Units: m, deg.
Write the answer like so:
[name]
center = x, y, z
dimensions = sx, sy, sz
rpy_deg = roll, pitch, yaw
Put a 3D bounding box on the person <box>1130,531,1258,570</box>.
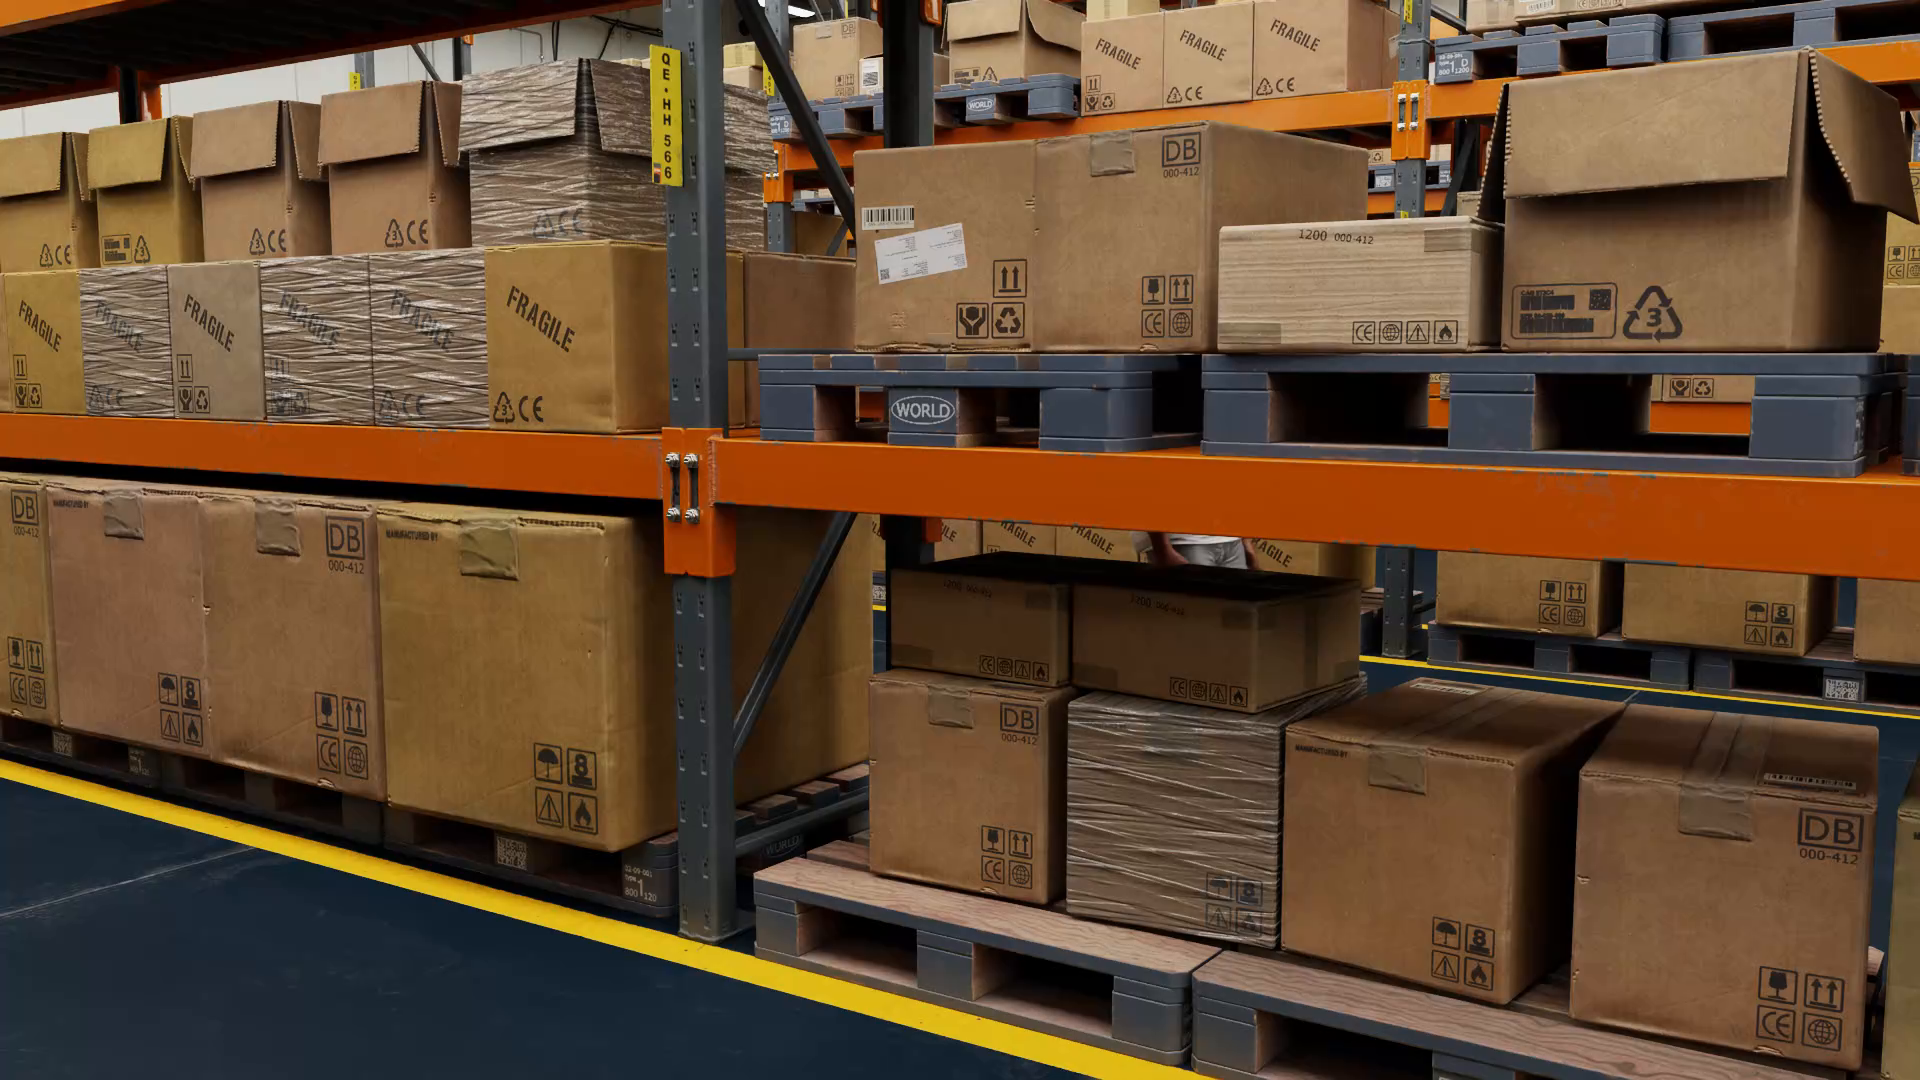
[person]
center = 0.810, 0.023, 5.496
dimensions = 0.459, 1.760, 0.625
rpy_deg = 5, 8, 36
